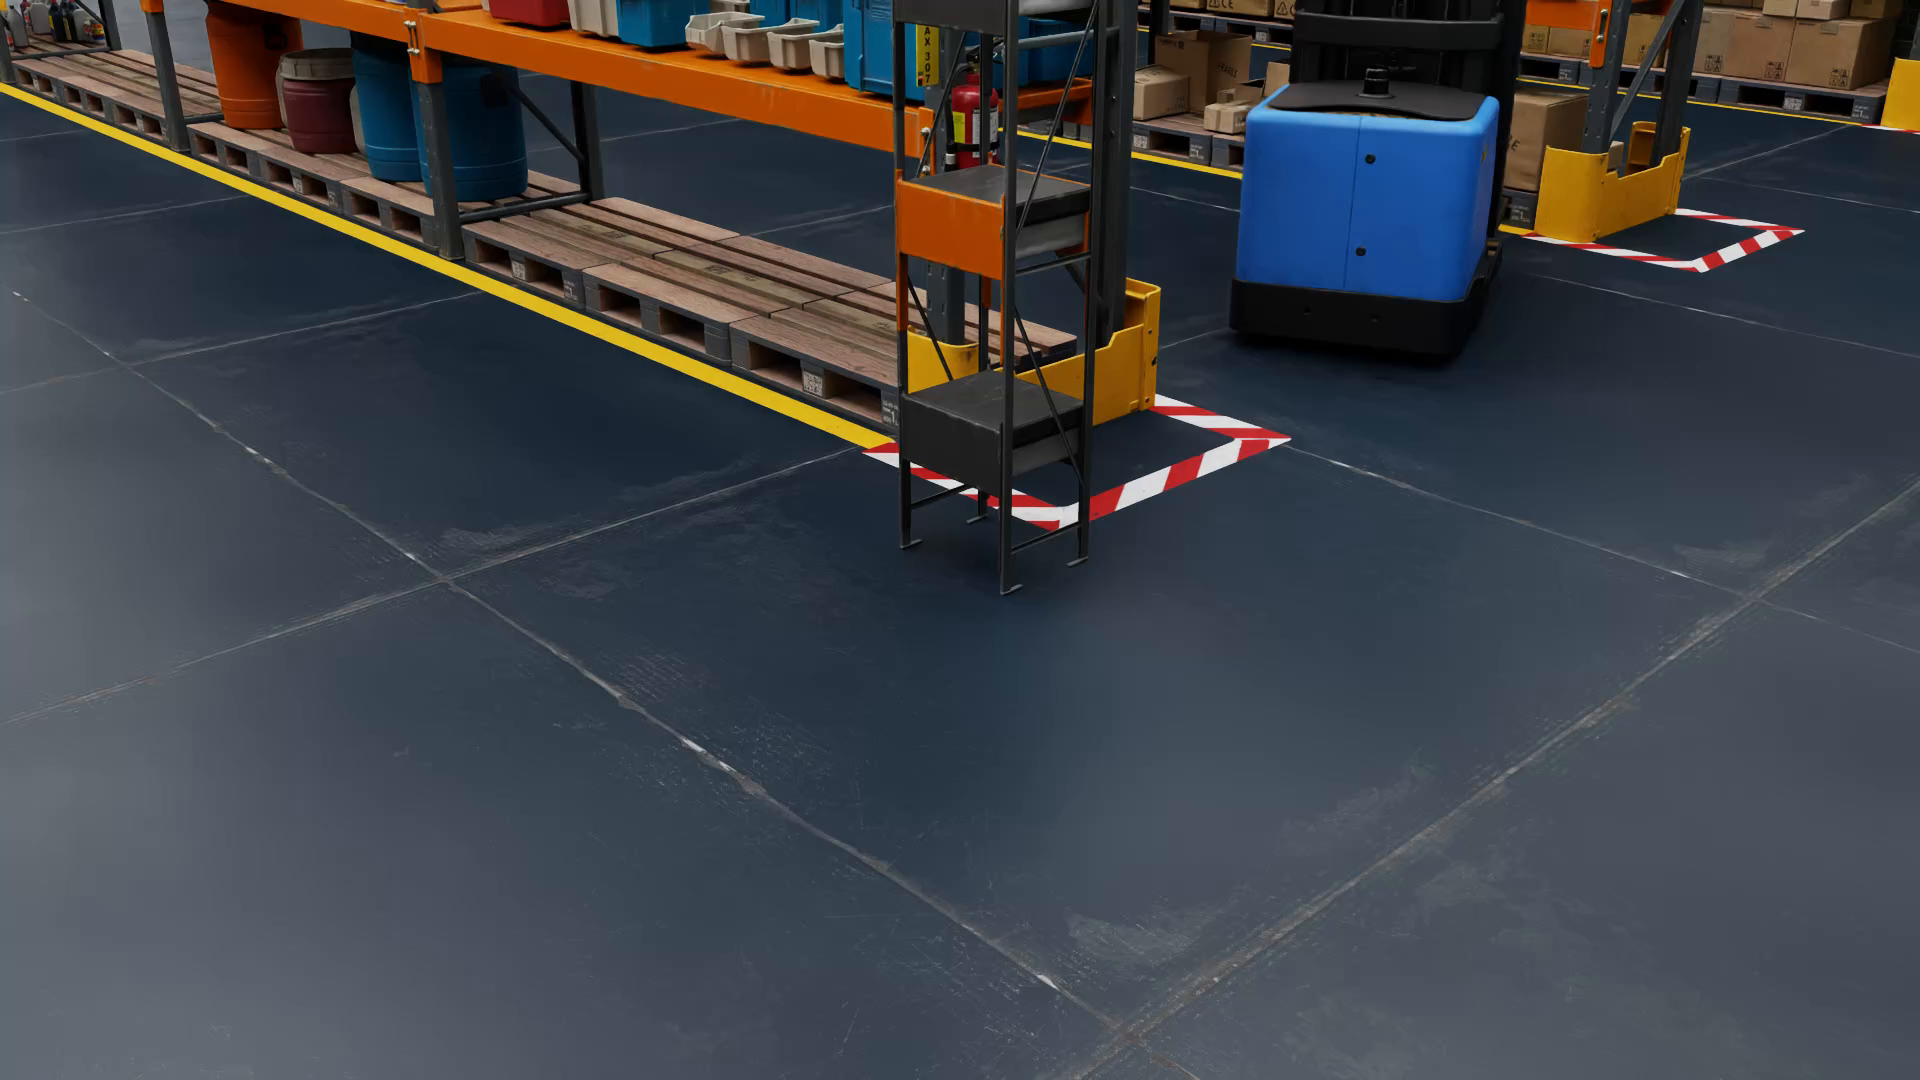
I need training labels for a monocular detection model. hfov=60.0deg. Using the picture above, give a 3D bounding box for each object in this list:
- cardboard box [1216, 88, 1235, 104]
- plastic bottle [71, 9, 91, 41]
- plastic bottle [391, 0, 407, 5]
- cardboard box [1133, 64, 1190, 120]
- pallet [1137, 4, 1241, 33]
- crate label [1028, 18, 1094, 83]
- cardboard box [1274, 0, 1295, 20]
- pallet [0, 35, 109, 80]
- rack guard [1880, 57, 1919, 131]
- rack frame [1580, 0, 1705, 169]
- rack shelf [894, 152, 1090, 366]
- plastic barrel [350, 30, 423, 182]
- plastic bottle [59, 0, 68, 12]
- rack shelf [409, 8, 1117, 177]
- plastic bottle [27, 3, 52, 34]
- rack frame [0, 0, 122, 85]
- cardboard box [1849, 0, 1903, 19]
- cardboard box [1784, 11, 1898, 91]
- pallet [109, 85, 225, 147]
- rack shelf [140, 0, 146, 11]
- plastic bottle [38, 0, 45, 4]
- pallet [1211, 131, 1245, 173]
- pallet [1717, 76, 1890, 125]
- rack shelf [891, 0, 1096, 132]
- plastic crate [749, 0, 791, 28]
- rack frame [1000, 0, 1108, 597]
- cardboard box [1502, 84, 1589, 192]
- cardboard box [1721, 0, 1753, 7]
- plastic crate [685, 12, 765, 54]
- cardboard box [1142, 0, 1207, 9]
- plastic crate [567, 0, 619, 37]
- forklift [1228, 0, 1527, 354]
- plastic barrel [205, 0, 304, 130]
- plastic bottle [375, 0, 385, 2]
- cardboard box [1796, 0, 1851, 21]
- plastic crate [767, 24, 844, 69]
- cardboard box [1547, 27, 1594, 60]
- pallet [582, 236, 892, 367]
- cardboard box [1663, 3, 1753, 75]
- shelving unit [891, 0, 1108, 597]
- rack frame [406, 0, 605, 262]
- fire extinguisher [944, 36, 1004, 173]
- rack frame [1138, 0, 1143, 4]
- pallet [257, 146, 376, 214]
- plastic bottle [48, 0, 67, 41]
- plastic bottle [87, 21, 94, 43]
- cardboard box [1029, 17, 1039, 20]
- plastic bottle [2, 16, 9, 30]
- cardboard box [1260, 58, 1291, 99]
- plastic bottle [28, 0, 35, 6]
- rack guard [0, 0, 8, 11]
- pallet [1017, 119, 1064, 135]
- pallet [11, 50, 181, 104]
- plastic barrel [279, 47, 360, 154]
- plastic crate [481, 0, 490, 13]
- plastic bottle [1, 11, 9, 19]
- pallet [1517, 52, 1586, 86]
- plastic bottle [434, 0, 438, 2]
[{"bbox_3d":[2.059,-3.158,11.962,0.380,0.149,0.250,-21,32,-38],"label":"cardboard box"},{"bbox_3d":[-8.063,-4.735,15.267,0.152,0.276,0.135,-20,31,-37],"label":"plastic bottle"},{"bbox_3d":[-2.961,-3.010,8.884,0.152,0.276,0.135,-21,32,-38],"label":"plastic bottle"},{"bbox_3d":[1.291,-3.232,11.929,0.500,0.311,0.500,-21,32,-38],"label":"cardboard box"},{"bbox_3d":[2.526,-5.533,17.623,1.003,0.211,1.213,-21,32,-38],"label":"pallet"},{"bbox_3d":[0.349,-1.947,6.532,0.416,0.233,0.303,-21,32,-38],"label":"crate label"},{"bbox_3d":[3.627,-5.491,16.257,0.750,0.750,0.750,-20,31,-37],"label":"cardboard box"},{"bbox_3d":[-8.353,-4.410,15.161,1.003,0.211,1.213,-21,32,-38],"label":"pallet"},{"bbox_3d":[7.526,-3.493,12.805,1.175,0.500,0.348,-21,32,-38],"label":"rack guard"},{"bbox_3d":[3.896,-3.231,9.219,1.000,3.000,0.127,-21,32,-38],"label":"rack frame"},{"bbox_3d":[0.113,-0.893,5.210,0.431,0.518,0.480,-21,32,-38],"label":"rack shelf"},{"bbox_3d":[-3.299,-2.660,9.988,0.600,0.901,0.708,-21,32,-38],"label":"plastic barrel"},{"bbox_3d":[-8.302,-4.877,15.489,0.185,0.351,0.144,22,33,40],"label":"plastic bottle"},{"bbox_3d":[-1.089,-2.106,7.619,1.077,0.370,4.000,-21,32,-38],"label":"rack shelf"},{"bbox_3d":[-8.683,-4.922,15.678,0.152,0.276,0.135,-21,32,-38],"label":"plastic bottle"},{"bbox_3d":[-7.924,-5.463,14.111,1.000,3.000,0.127,-21,32,-38],"label":"rack frame"},{"bbox_3d":[7.190,-4.189,13.043,0.380,0.149,0.250,-21,32,-38],"label":"cardboard box"},{"bbox_3d":[6.958,-3.875,13.136,0.700,0.500,0.500,-21,32,-38],"label":"cardboard box"},{"bbox_3d":[-5.691,-3.228,12.572,1.003,0.211,1.213,-21,32,-38],"label":"pallet"},{"bbox_3d":[-6.557,-4.530,12.932,1.077,0.370,4.000,-21,32,-38],"label":"rack shelf"},{"bbox_3d":[-8.720,-5.062,15.895,0.144,0.351,0.185,-20,31,-36],"label":"plastic bottle"},{"bbox_3d":[2.469,-2.596,11.187,1.003,0.211,1.213,-21,32,-38],"label":"pallet"},{"bbox_3d":[6.906,-3.589,13.363,1.003,0.211,1.213,-21,32,-38],"label":"pallet"},{"bbox_3d":[0.113,-1.530,4.919,0.431,0.518,0.480,-21,32,-38],"label":"rack shelf"},{"bbox_3d":[-0.756,-2.436,7.606,0.416,0.233,0.300,-21,32,-38],"label":"plastic crate"},{"bbox_3d":[0.280,-0.831,5.042,0.400,2.100,0.015,-21,32,-38],"label":"rack frame"},{"bbox_3d":[3.345,-2.389,9.855,0.500,0.500,0.500,-21,32,-38],"label":"cardboard box"},{"bbox_3d":[6.498,-4.495,13.714,0.380,0.149,0.250,-21,32,-38],"label":"cardboard box"},{"bbox_3d":[-1.023,-2.184,7.169,0.298,0.136,0.250,-21,32,-38],"label":"plastic crate"},{"bbox_3d":[2.449,-6.014,17.404,0.750,0.750,0.750,-22,32,-39],"label":"cardboard box"},{"bbox_3d":[-1.547,-2.498,7.681,0.437,0.282,0.530,-21,32,-38],"label":"plastic crate"},{"bbox_3d":[2.263,-2.743,8.232,1.130,2.935,3.031,9,26,19],"label":"forklift"},{"bbox_3d":[-4.843,-3.311,11.503,0.600,0.830,0.708,-21,32,-38],"label":"plastic barrel"},{"bbox_3d":[-3.153,-3.071,9.008,0.061,0.283,0.133,-21,32,-38],"label":"plastic bottle"},{"bbox_3d":[6.737,-4.158,12.974,0.380,0.149,0.250,-22,32,-39],"label":"cardboard box"},{"bbox_3d":[-0.599,-2.022,6.814,0.396,0.136,0.243,-21,32,-38],"label":"plastic crate"},{"bbox_3d":[5.553,-4.495,14.494,0.700,0.500,0.500,-22,32,-39],"label":"cardboard box"},{"bbox_3d":[-1.087,-1.189,8.102,1.003,0.211,1.213,-21,32,-38],"label":"pallet"},{"bbox_3d":[6.272,-4.179,13.802,0.500,0.500,0.700,23,33,40],"label":"cardboard box"},{"bbox_3d":[0.113,-0.905,5.204,0.431,2.100,0.503,-21,32,-38],"label":"shelving unit"},{"bbox_3d":[-2.456,-3.039,8.798,1.000,3.000,0.127,-21,32,-38],"label":"rack frame"},{"bbox_3d":[0.049,-1.448,5.852,0.296,0.674,0.183,-21,32,-38],"label":"fire extinguisher"},{"bbox_3d":[2.042,-7.061,17.615,1.000,3.000,0.127,-21,32,-38],"label":"rack frame"},{"bbox_3d":[-3.791,-2.386,10.725,1.003,0.211,1.213,-21,32,-38],"label":"pallet"},{"bbox_3d":[-8.278,-4.779,15.274,0.144,0.351,0.185,-21,32,-38],"label":"plastic bottle"},{"bbox_3d":[-7.891,-4.642,15.152,0.097,0.201,0.097,0,25,0],"label":"plastic bottle"},{"bbox_3d":[0.637,-3.880,13.123,0.500,0.500,0.500,-21,32,-38],"label":"cardboard box"},{"bbox_3d":[-8.575,-4.571,14.818,0.144,0.351,0.185,-22,33,-40],"label":"plastic bottle"},{"bbox_3d":[2.450,-2.940,11.058,0.797,0.503,0.637,-21,32,-38],"label":"cardboard box"},{"bbox_3d":[-8.930,-5.120,16.110,0.152,0.276,0.135,-21,32,-38],"label":"plastic bottle"},{"bbox_3d":[-10.572,-5.528,17.265,1.175,0.500,0.348,-21,32,-38],"label":"rack guard"},{"bbox_3d":[0.579,-3.410,12.971,1.003,0.211,1.213,-21,32,-38],"label":"pallet"},{"bbox_3d":[-7.359,-3.967,14.192,1.003,0.211,1.213,-21,32,-38],"label":"pallet"},{"bbox_3d":[-4.071,-2.859,10.803,0.600,0.588,0.708,-21,32,-38],"label":"plastic barrel"},{"bbox_3d":[-2.242,-2.765,8.442,0.396,0.136,0.243,-21,32,-38],"label":"plastic crate"},{"bbox_3d":[-8.615,-4.645,15.069,0.152,0.276,0.135,-21,32,-38],"label":"plastic bottle"},{"bbox_3d":[5.238,-4.328,14.984,1.003,0.211,1.213,-21,32,-38],"label":"pallet"},{"bbox_3d":[-2.883,-3.017,8.990,0.097,0.201,0.097,0,25,0],"label":"plastic bottle"}]
